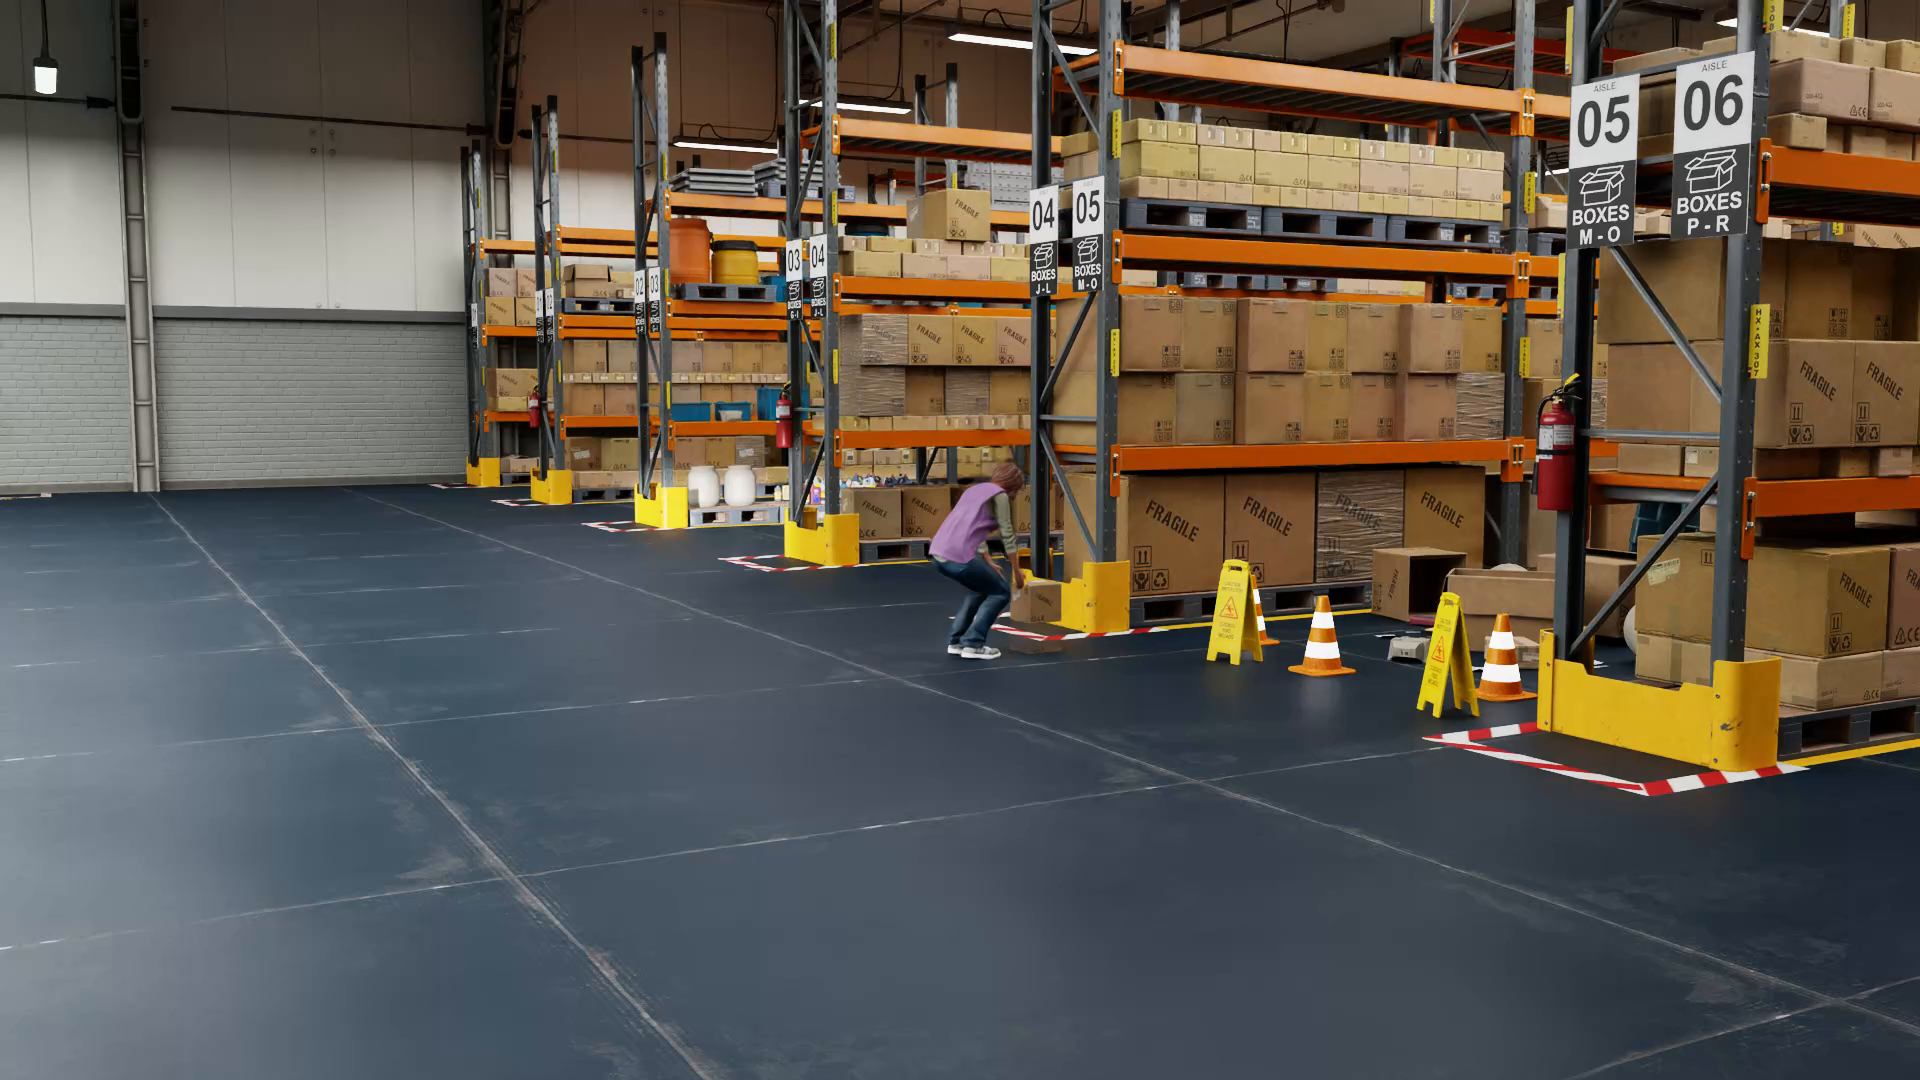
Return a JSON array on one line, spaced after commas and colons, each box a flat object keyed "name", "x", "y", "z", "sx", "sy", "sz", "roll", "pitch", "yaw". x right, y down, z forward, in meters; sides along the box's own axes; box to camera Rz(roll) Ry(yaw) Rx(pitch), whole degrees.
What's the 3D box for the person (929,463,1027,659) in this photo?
[{"name": "person", "x": 0.113, "y": 0.130, "z": 10.759, "sx": 0.685, "sy": 1.244, "sz": 0.463, "roll": -3, "pitch": 6, "yaw": -29}]
